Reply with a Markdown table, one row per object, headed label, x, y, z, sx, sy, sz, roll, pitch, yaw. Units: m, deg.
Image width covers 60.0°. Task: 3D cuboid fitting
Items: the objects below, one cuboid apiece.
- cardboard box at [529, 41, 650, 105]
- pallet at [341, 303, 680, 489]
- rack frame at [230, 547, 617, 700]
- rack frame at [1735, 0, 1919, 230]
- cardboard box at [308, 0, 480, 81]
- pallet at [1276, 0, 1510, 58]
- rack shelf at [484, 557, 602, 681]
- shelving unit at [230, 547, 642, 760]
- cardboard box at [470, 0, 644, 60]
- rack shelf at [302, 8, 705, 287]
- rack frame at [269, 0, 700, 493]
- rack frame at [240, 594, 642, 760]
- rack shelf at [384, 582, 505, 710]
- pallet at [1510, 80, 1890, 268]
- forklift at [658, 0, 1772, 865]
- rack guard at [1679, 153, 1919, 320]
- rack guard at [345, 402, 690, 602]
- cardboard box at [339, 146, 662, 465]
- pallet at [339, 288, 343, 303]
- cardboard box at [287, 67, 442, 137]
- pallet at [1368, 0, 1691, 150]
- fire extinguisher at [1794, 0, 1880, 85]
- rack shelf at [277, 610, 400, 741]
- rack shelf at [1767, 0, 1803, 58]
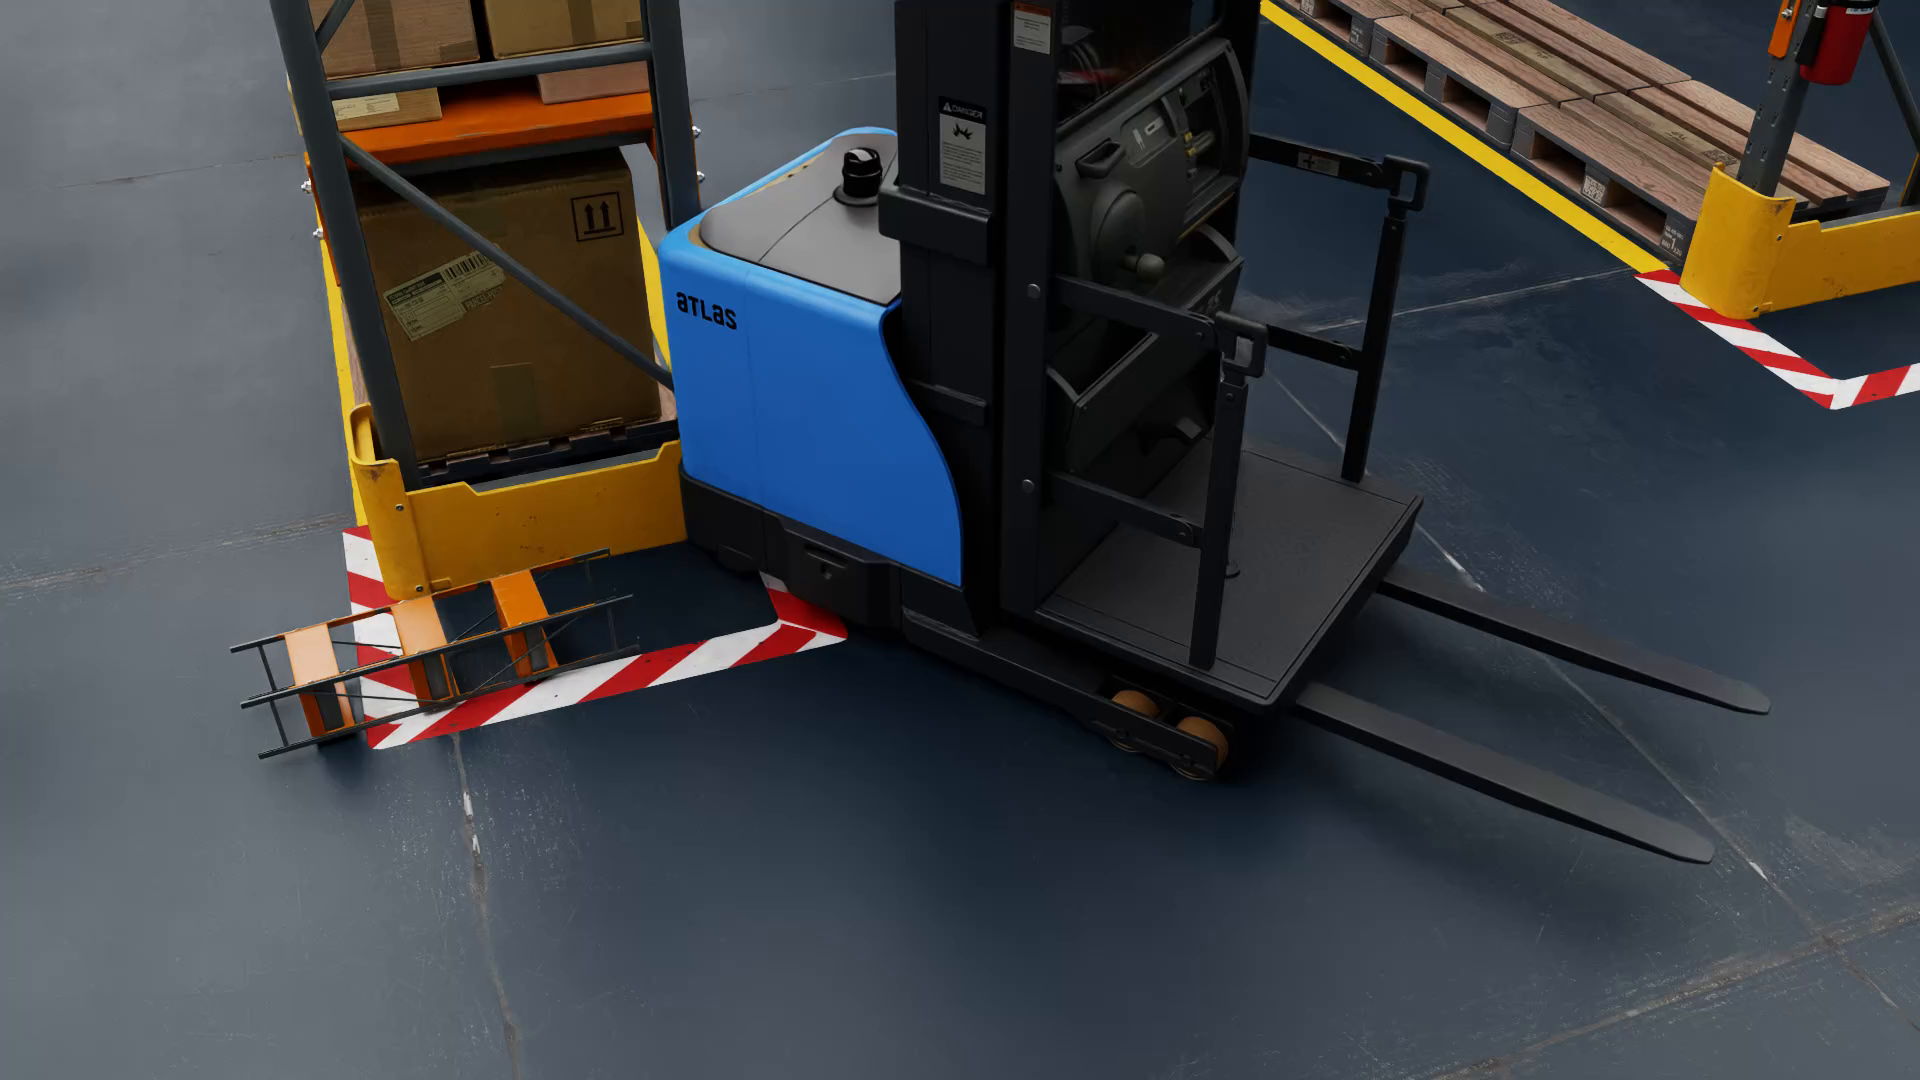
| label | x | y | z | sx | sy | sz | roll | pitch | yaw |
| --- | --- | --- | --- | --- | --- | --- | --- | --- | --- |
| cardboard box | -1.045 | -1.401 | 4.825 | 0.380 | 0.149 | 0.250 | -12 | 39 | -15 |
| pallet | -1.581 | -0.554 | 5.810 | 1.003 | 0.211 | 1.213 | -12 | 39 | -16 |
| rack frame | -1.498 | 0.236 | 4.732 | 1.050 | 0.200 | 0.008 | -16 | 40 | -20 |
| rack frame | 3.418 | -2.258 | 5.754 | 1.000 | 3.000 | 0.127 | -12 | 39 | -16 |
| cardboard box | -1.648 | -1.510 | 4.639 | 0.500 | 0.250 | 0.500 | -13 | 39 | -17 |
| pallet | 2.331 | -2.996 | 9.052 | 1.003 | 0.211 | 1.213 | -12 | 39 | -16 |
| rack shelf | -1.185 | 0.229 | 4.742 | 0.259 | 0.215 | 0.240 | -16 | 40 | -20 |
| shelving unit | -1.446 | 0.303 | 4.644 | 1.050 | 0.215 | 0.252 | -16 | 40 | -20 |
| cardboard box | -1.144 | -1.618 | 4.783 | 0.500 | 0.250 | 0.500 | -13 | 39 | -17 |
| rack shelf | -1.921 | -2.075 | 6.109 | 1.077 | 0.370 | 4.000 | -12 | 39 | -16 |
| rack frame | -1.232 | -1.232 | 4.393 | 1.000 | 3.000 | 0.127 | -12 | 39 | -16 |
| rack frame | -1.394 | 0.369 | 4.556 | 1.050 | 0.200 | 0.008 | -16 | 40 | -20 |
| rack shelf | -1.437 | 0.300 | 4.648 | 0.259 | 0.215 | 0.240 | -16 | 40 | -20 |
| pallet | 3.171 | -1.618 | 7.222 | 1.003 | 0.211 | 1.213 | -12 | 39 | -16 |
| forklift | 0.661 | -0.902 | 4.011 | 3.031 | 2.935 | 1.130 | 21 | 42 | 26 |
| rack guard | 3.439 | -1.248 | 6.492 | 1.175 | 0.500 | 0.348 | -12 | 39 | -16 |
| rack guard | -1.224 | -0.220 | 5.127 | 1.175 | 0.500 | 0.348 | -12 | 39 | -16 |
| cardboard box | -1.528 | -0.896 | 5.364 | 0.875 | 0.875 | 0.875 | -12 | 39 | -16 |
| pallet | -1.997 | -1.242 | 6.723 | 1.003 | 0.211 | 1.213 | -12 | 39 | -16 |
| cardboard box | -1.664 | -1.265 | 4.645 | 0.380 | 0.149 | 0.250 | -12 | 39 | -15 |
| pallet | 2.755 | -2.306 | 8.136 | 1.003 | 0.211 | 1.213 | -12 | 39 | -16 |
| fire extinguisher | 3.043 | -1.899 | 5.652 | 0.296 | 0.674 | 0.183 | -12 | 39 | -16 |
| rack shelf | -1.693 | 0.373 | 4.551 | 0.259 | 0.215 | 0.240 | -16 | 40 | -20 |
| rack shelf | 2.730 | -3.100 | 7.471 | 1.077 | 0.370 | 4.000 | -12 | 39 | -16 |
